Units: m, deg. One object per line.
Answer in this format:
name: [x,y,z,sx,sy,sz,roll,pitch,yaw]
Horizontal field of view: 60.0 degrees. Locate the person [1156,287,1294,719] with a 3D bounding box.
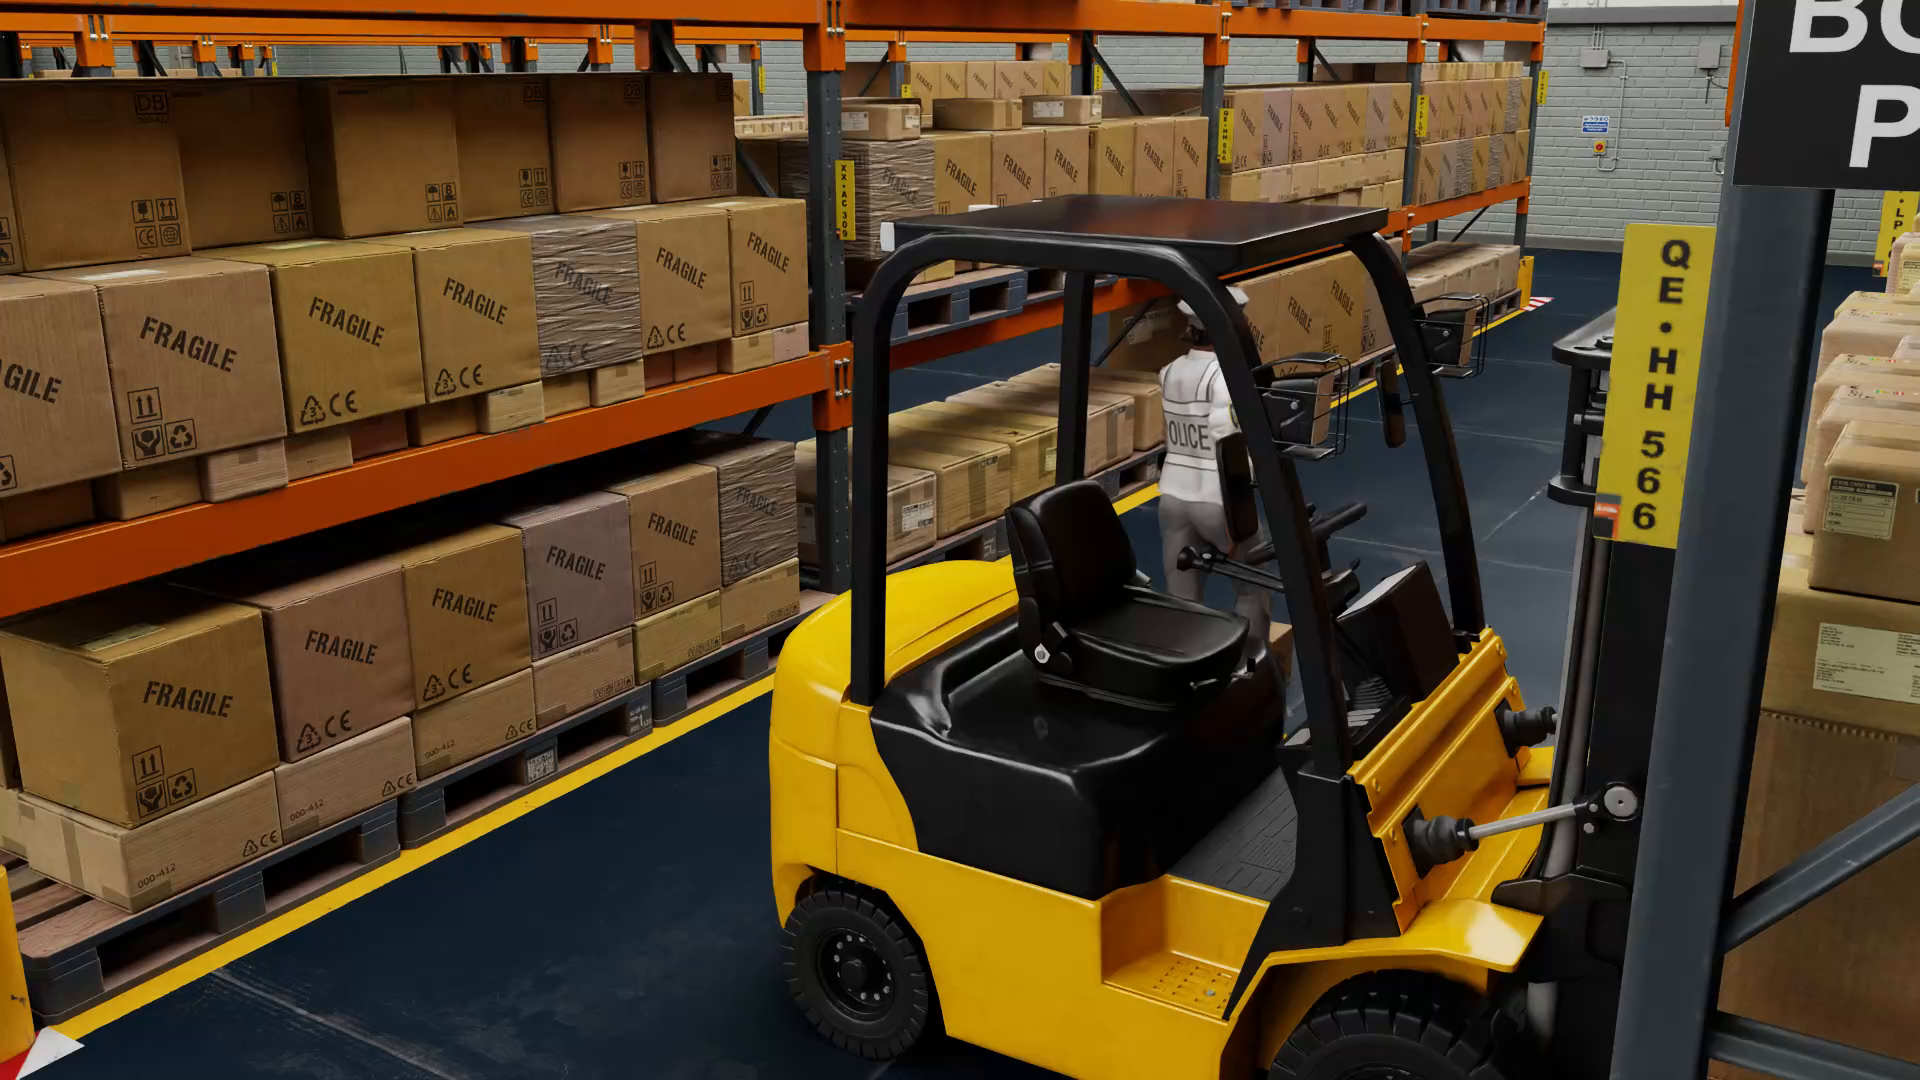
person: [0.977,-0.095,6.403,0.582,1.734,0.500,-12,20,-36]
